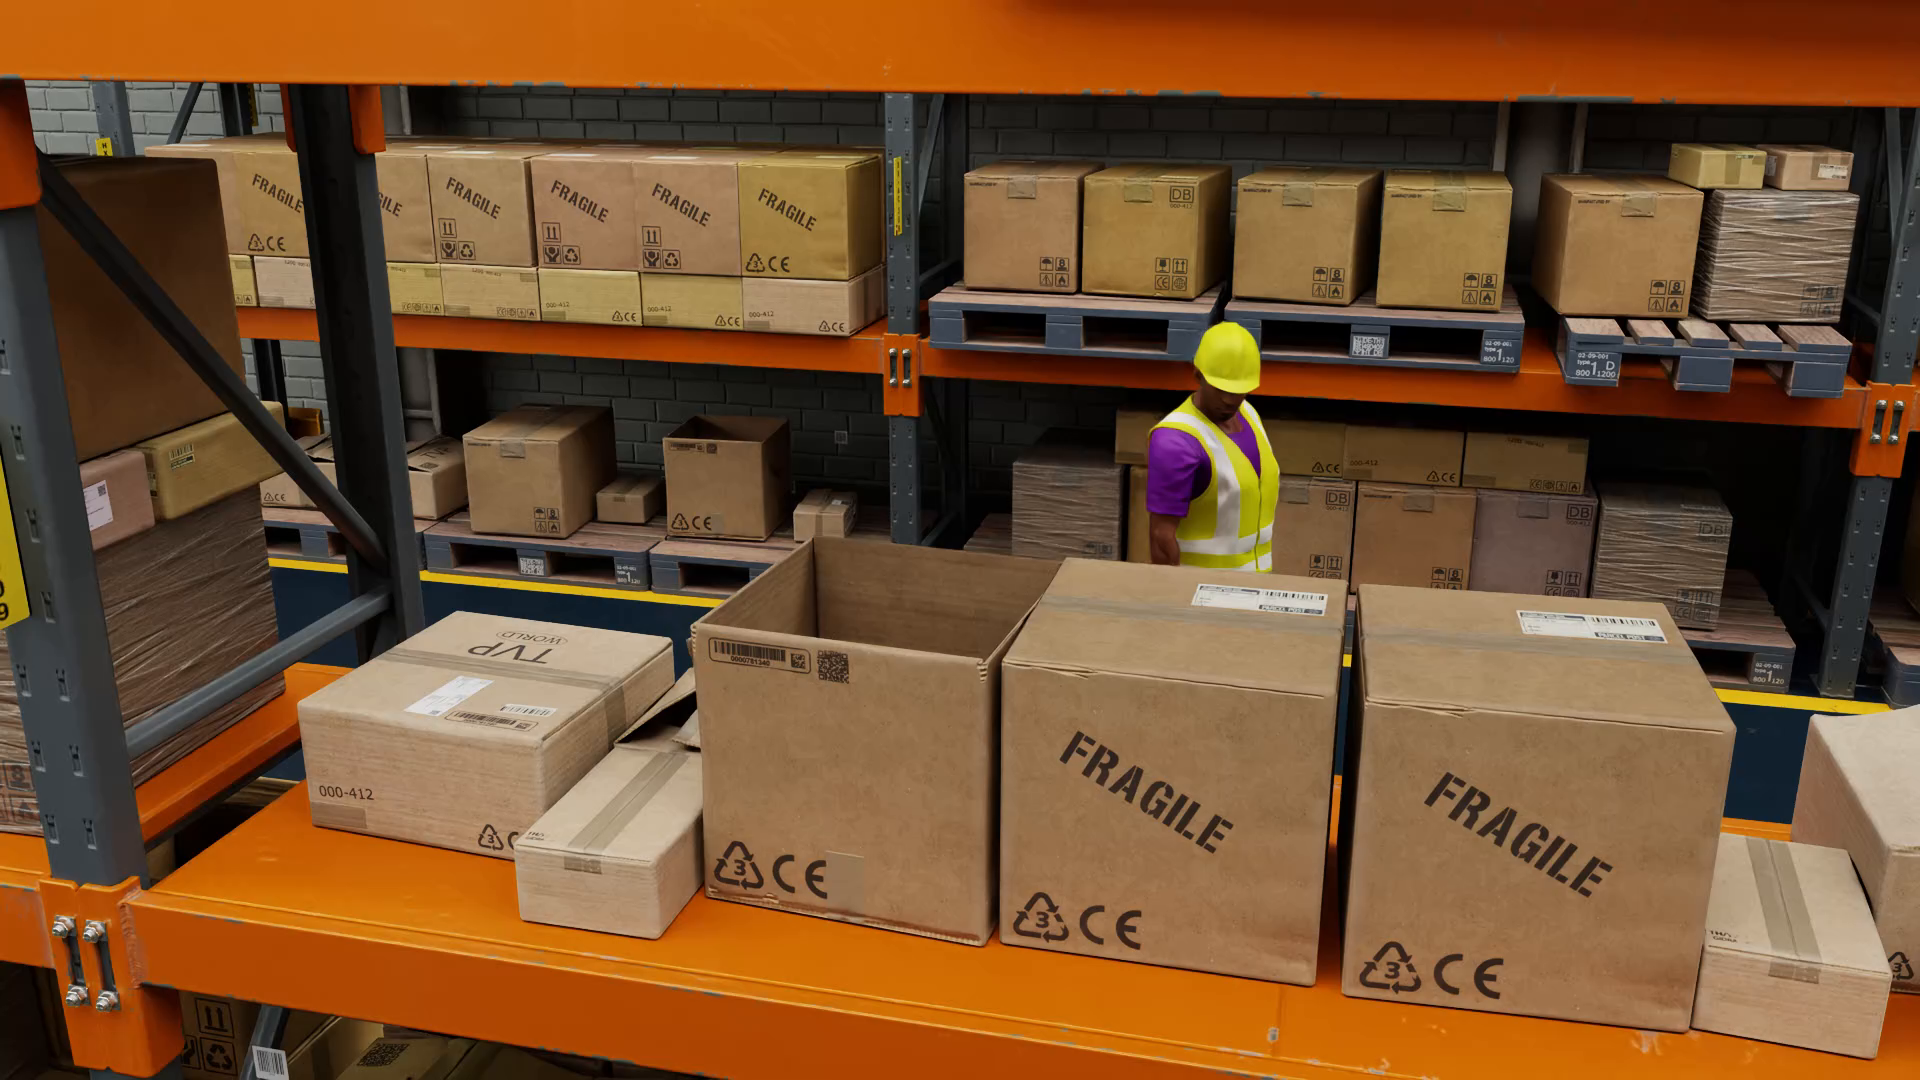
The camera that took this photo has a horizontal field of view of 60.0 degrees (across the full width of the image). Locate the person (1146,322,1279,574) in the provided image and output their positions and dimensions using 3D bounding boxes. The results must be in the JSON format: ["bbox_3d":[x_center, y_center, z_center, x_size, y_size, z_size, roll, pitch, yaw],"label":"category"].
[{"bbox_3d":[0.856,0.145,5.510,0.494,1.761,0.602,13,22,35],"label":"person"}]
